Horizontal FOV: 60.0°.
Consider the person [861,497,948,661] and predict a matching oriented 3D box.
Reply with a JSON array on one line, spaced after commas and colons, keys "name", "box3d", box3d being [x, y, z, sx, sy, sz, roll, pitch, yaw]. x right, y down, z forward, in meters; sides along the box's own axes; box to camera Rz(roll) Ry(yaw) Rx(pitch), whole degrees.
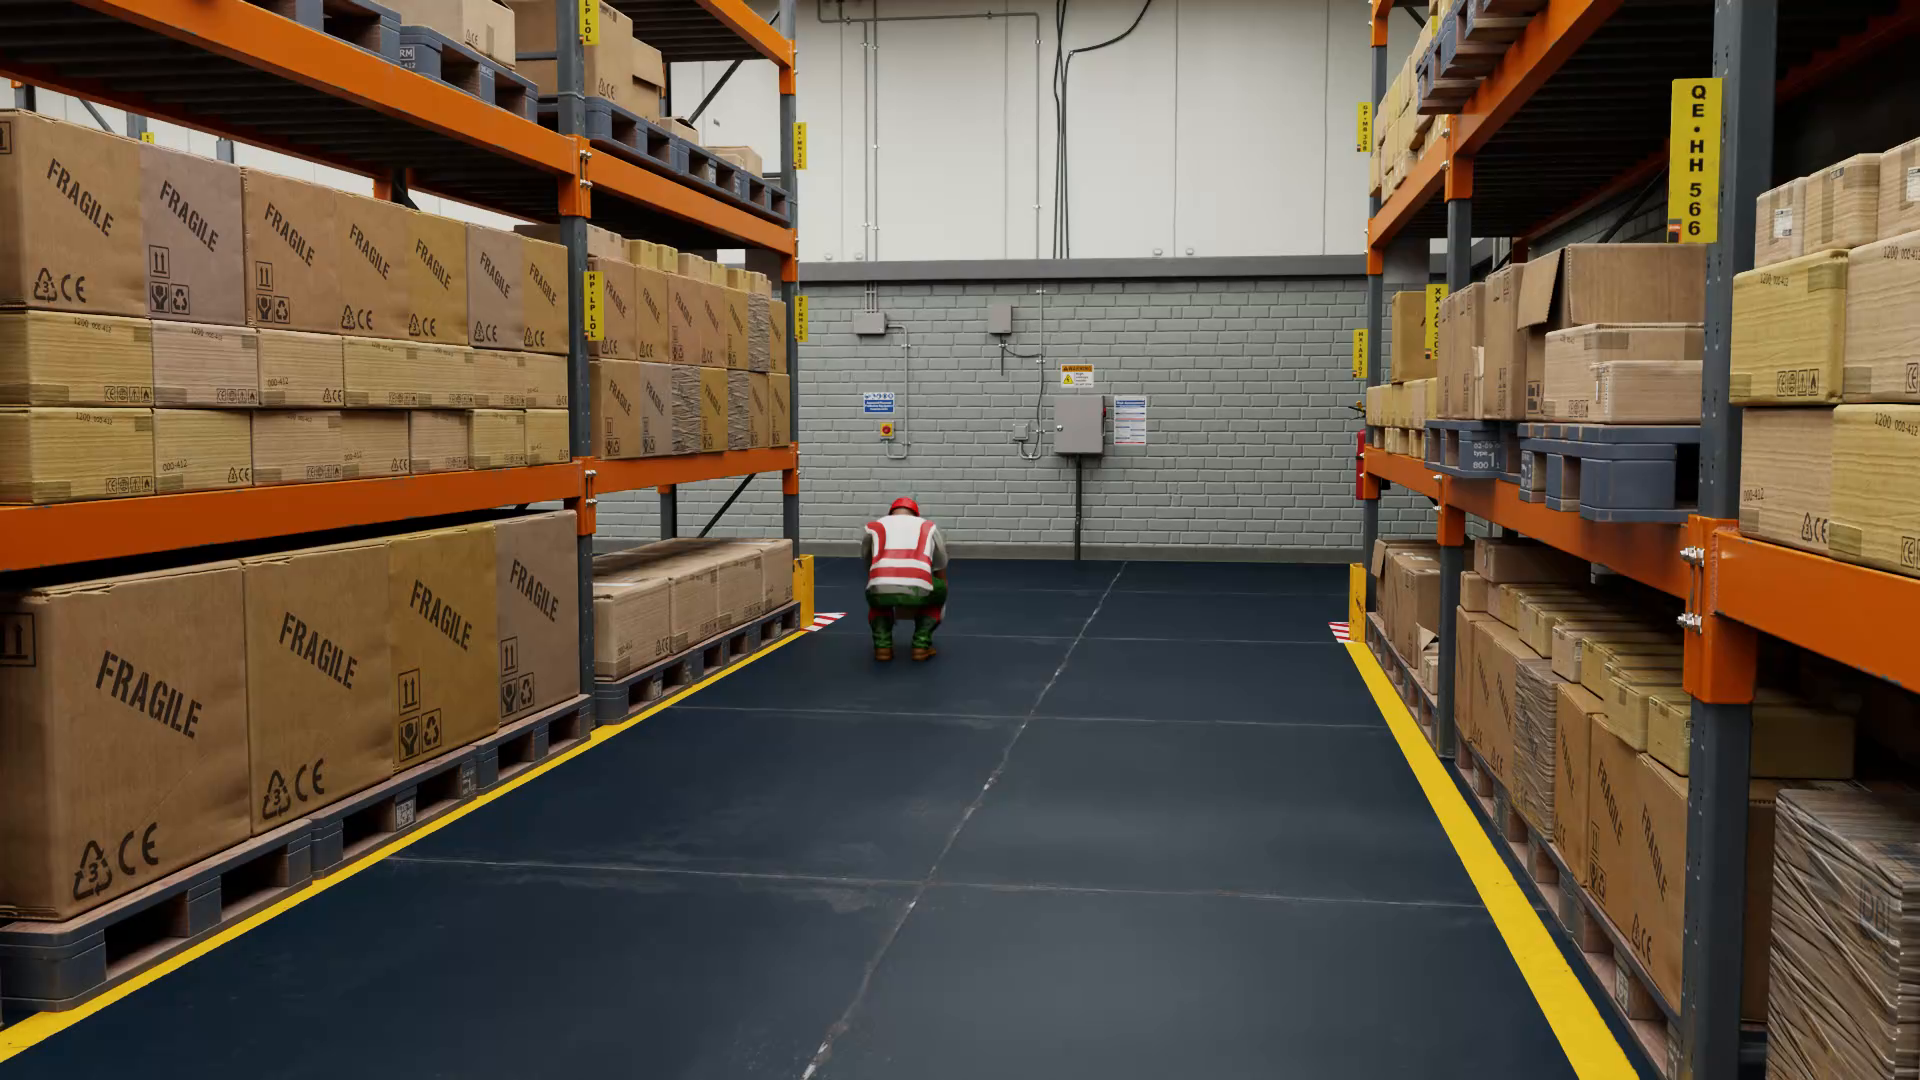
[{"name": "person", "box3d": [-0.364, 0.239, 10.507, 0.567, 0.998, 0.884, 1, 4, 8]}]
